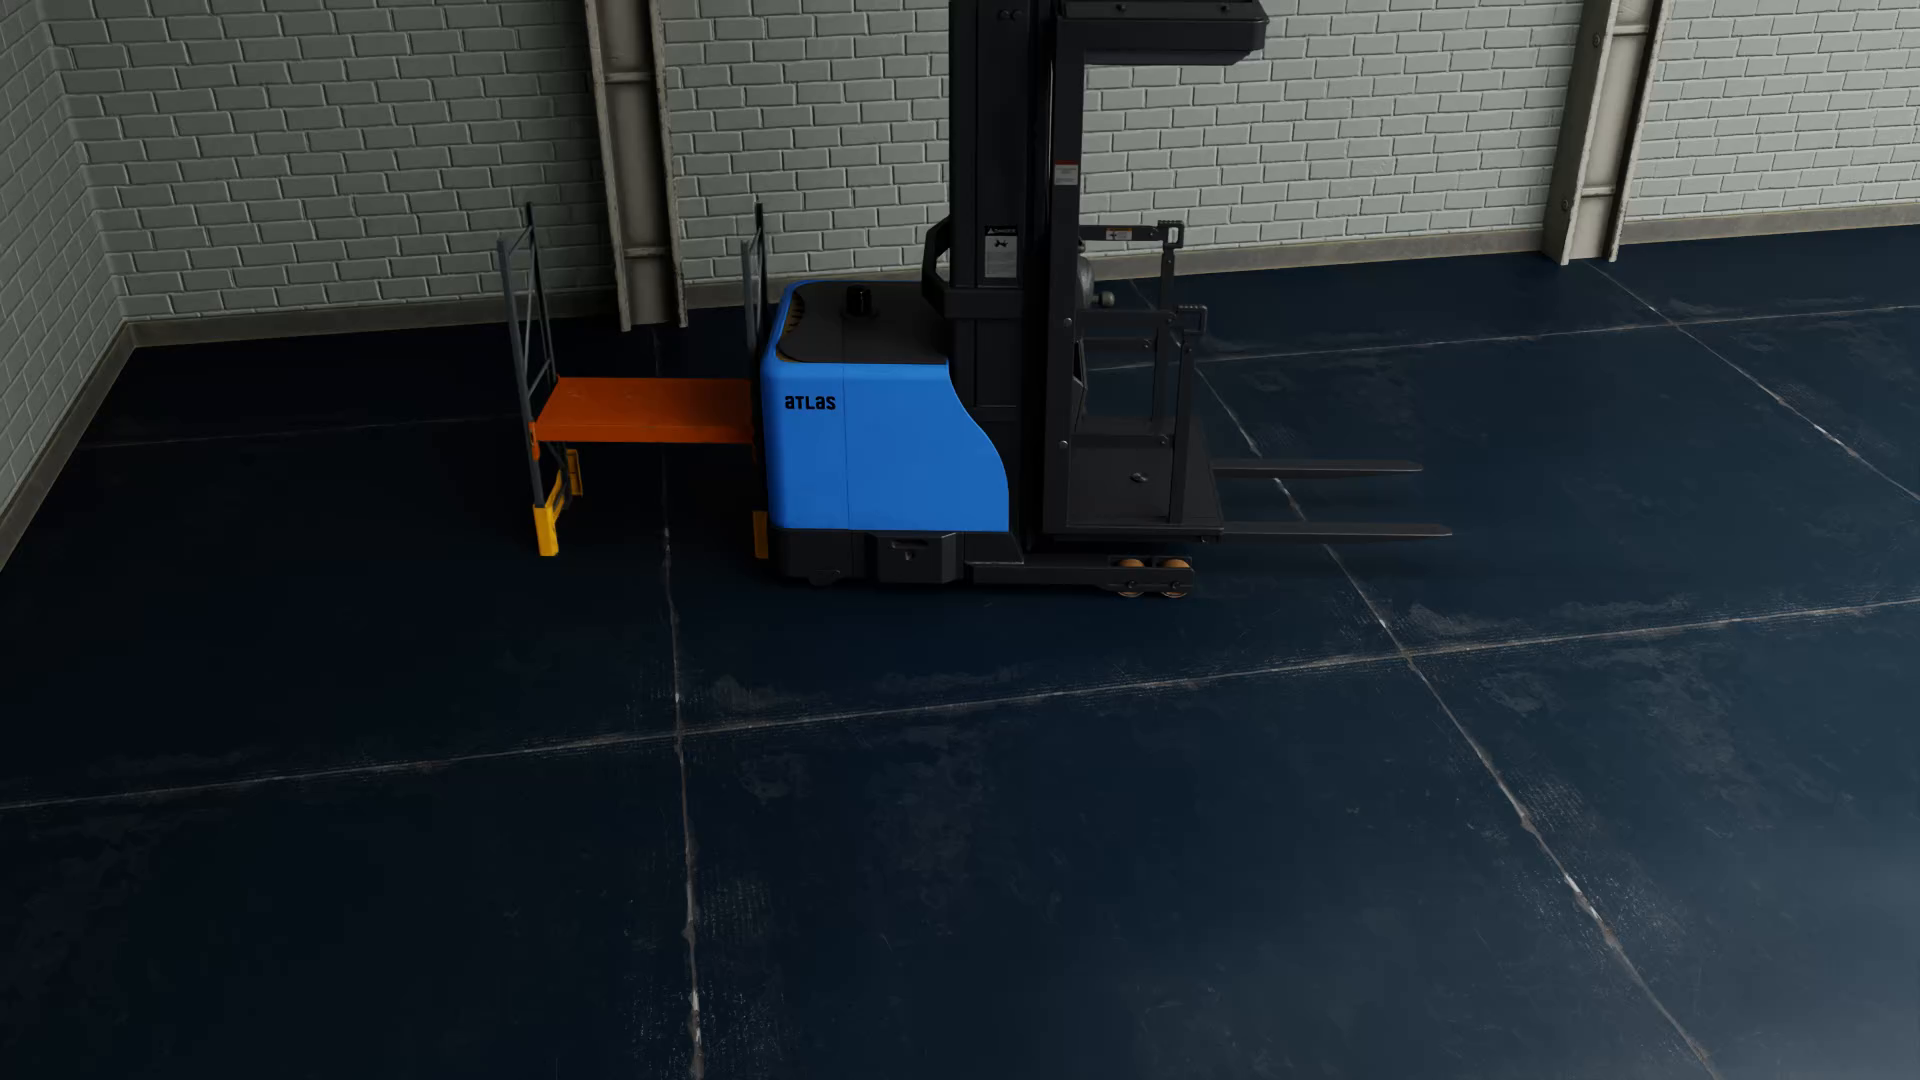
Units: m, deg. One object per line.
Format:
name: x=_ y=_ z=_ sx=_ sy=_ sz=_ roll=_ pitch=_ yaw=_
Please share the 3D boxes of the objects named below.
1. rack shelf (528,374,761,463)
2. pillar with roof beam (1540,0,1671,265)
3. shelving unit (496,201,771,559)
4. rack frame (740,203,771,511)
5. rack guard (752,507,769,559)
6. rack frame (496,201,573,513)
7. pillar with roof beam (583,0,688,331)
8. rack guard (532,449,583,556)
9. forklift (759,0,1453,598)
rack shelf: x=-1.396 y=-0.559 z=7.577 sx=1.000 sy=0.185 sz=0.538 roll=1 pitch=30 yaw=1
pillar with roof beam: x=4.835 y=-3.610 z=5.012 sx=0.400 sy=9.000 sz=9.100 roll=-5 pitch=31 yaw=-9
shelving unit: x=-1.387 y=-0.714 z=7.485 sx=1.083 sy=1.500 sz=0.587 roll=1 pitch=30 yaw=1
rack frame: x=-0.888 y=-0.708 z=7.475 sx=0.032 sy=1.500 sz=0.500 roll=1 pitch=30 yaw=1
rack guard: x=-0.889 y=-0.169 z=7.792 sx=0.087 sy=0.250 sz=0.587 roll=1 pitch=30 yaw=1
rack frame: x=-1.904 y=-0.721 z=7.496 sx=0.032 sy=1.500 sz=0.500 roll=1 pitch=30 yaw=1
pillar with roof beam: x=-1.067 y=-3.063 z=4.080 sx=0.400 sy=9.000 sz=9.100 roll=-5 pitch=31 yaw=-9
rack guard: x=-1.885 y=-0.182 z=7.813 sx=0.087 sy=0.250 sz=0.587 roll=1 pitch=30 yaw=1
forklift: x=0.676 y=-1.284 z=7.042 sx=3.031 sy=2.935 sz=1.130 roll=1 pitch=30 yaw=1
